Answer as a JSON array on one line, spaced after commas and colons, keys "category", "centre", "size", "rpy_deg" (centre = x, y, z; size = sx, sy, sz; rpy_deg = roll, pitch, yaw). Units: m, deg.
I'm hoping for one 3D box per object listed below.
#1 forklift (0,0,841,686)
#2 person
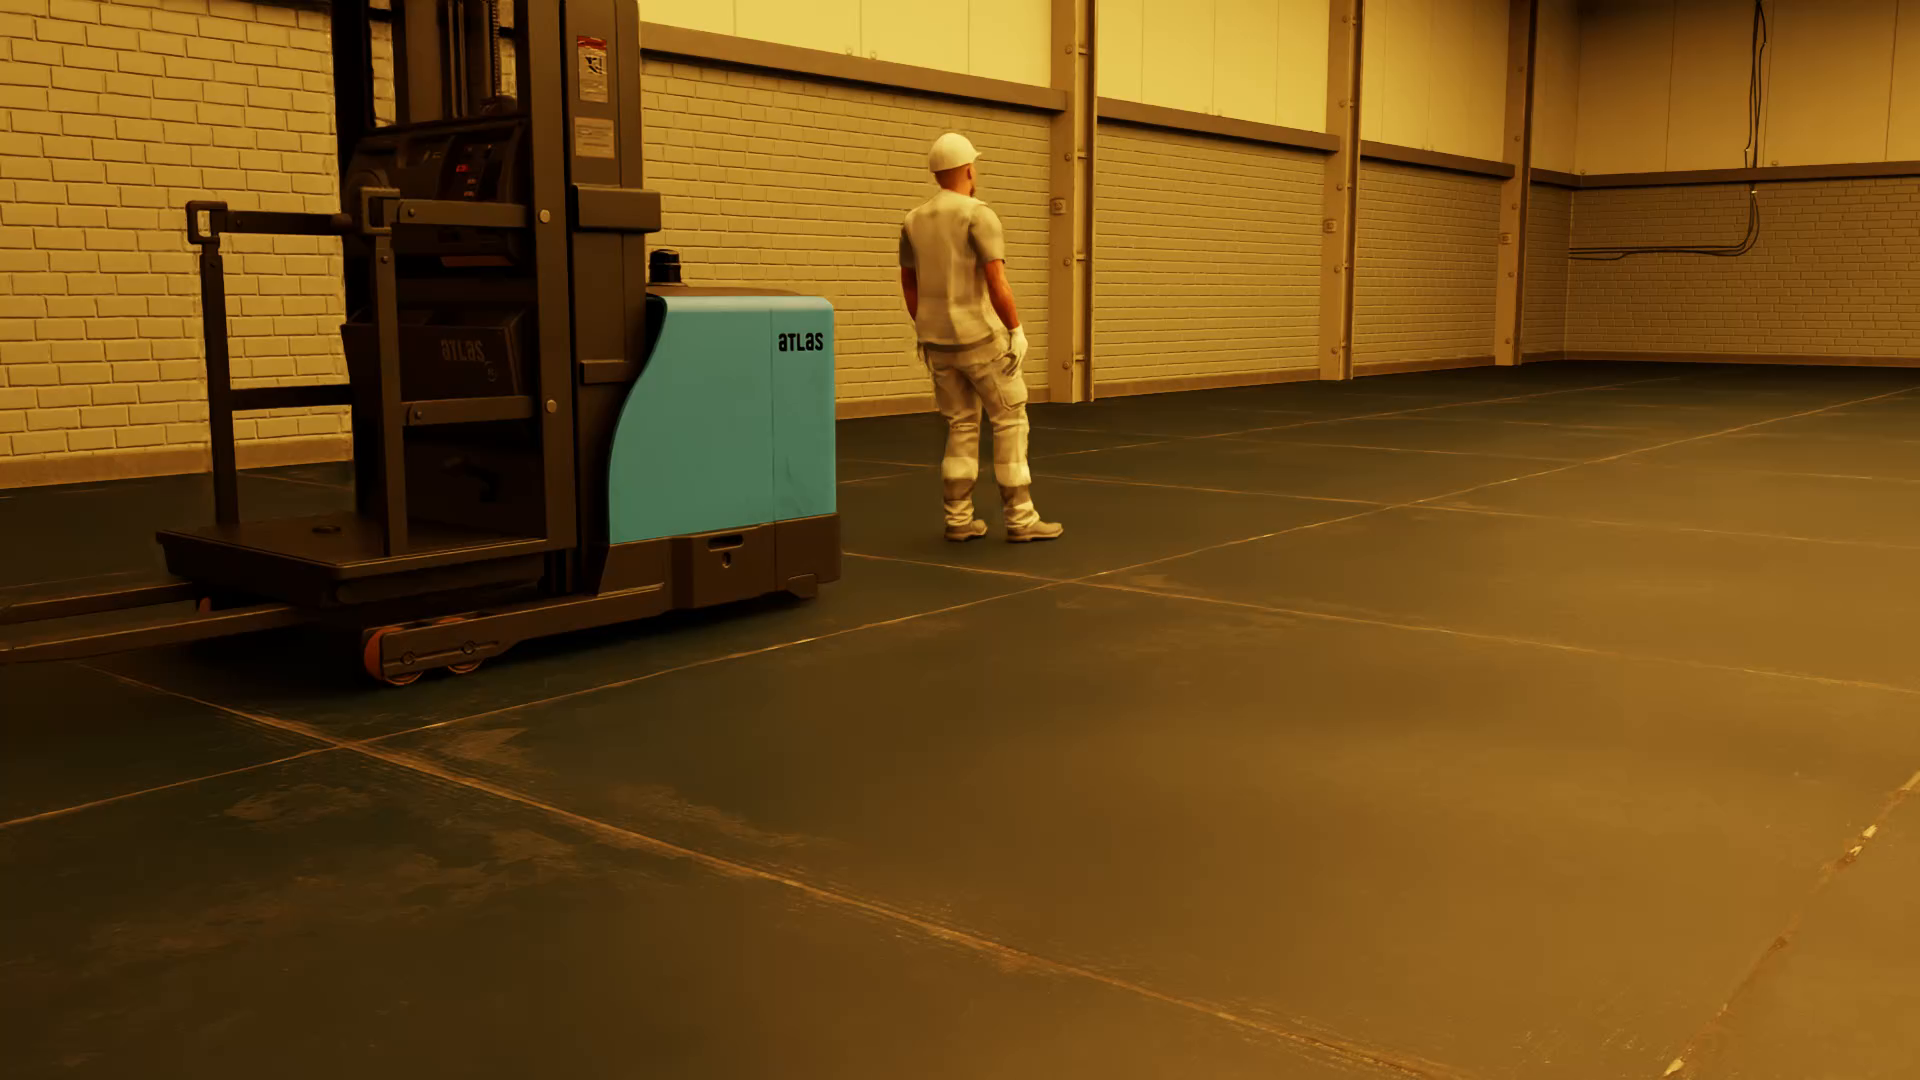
[{"category": "forklift", "centre": [-1.769, -1.126, 4.978], "size": [1.130, 2.935, 3.031], "rpy_deg": [7, 11, 40]}, {"category": "person", "centre": [0.071, -0.889, 7.379], "size": [0.666, 1.777, 0.566], "rpy_deg": [8, 11, 43]}]
